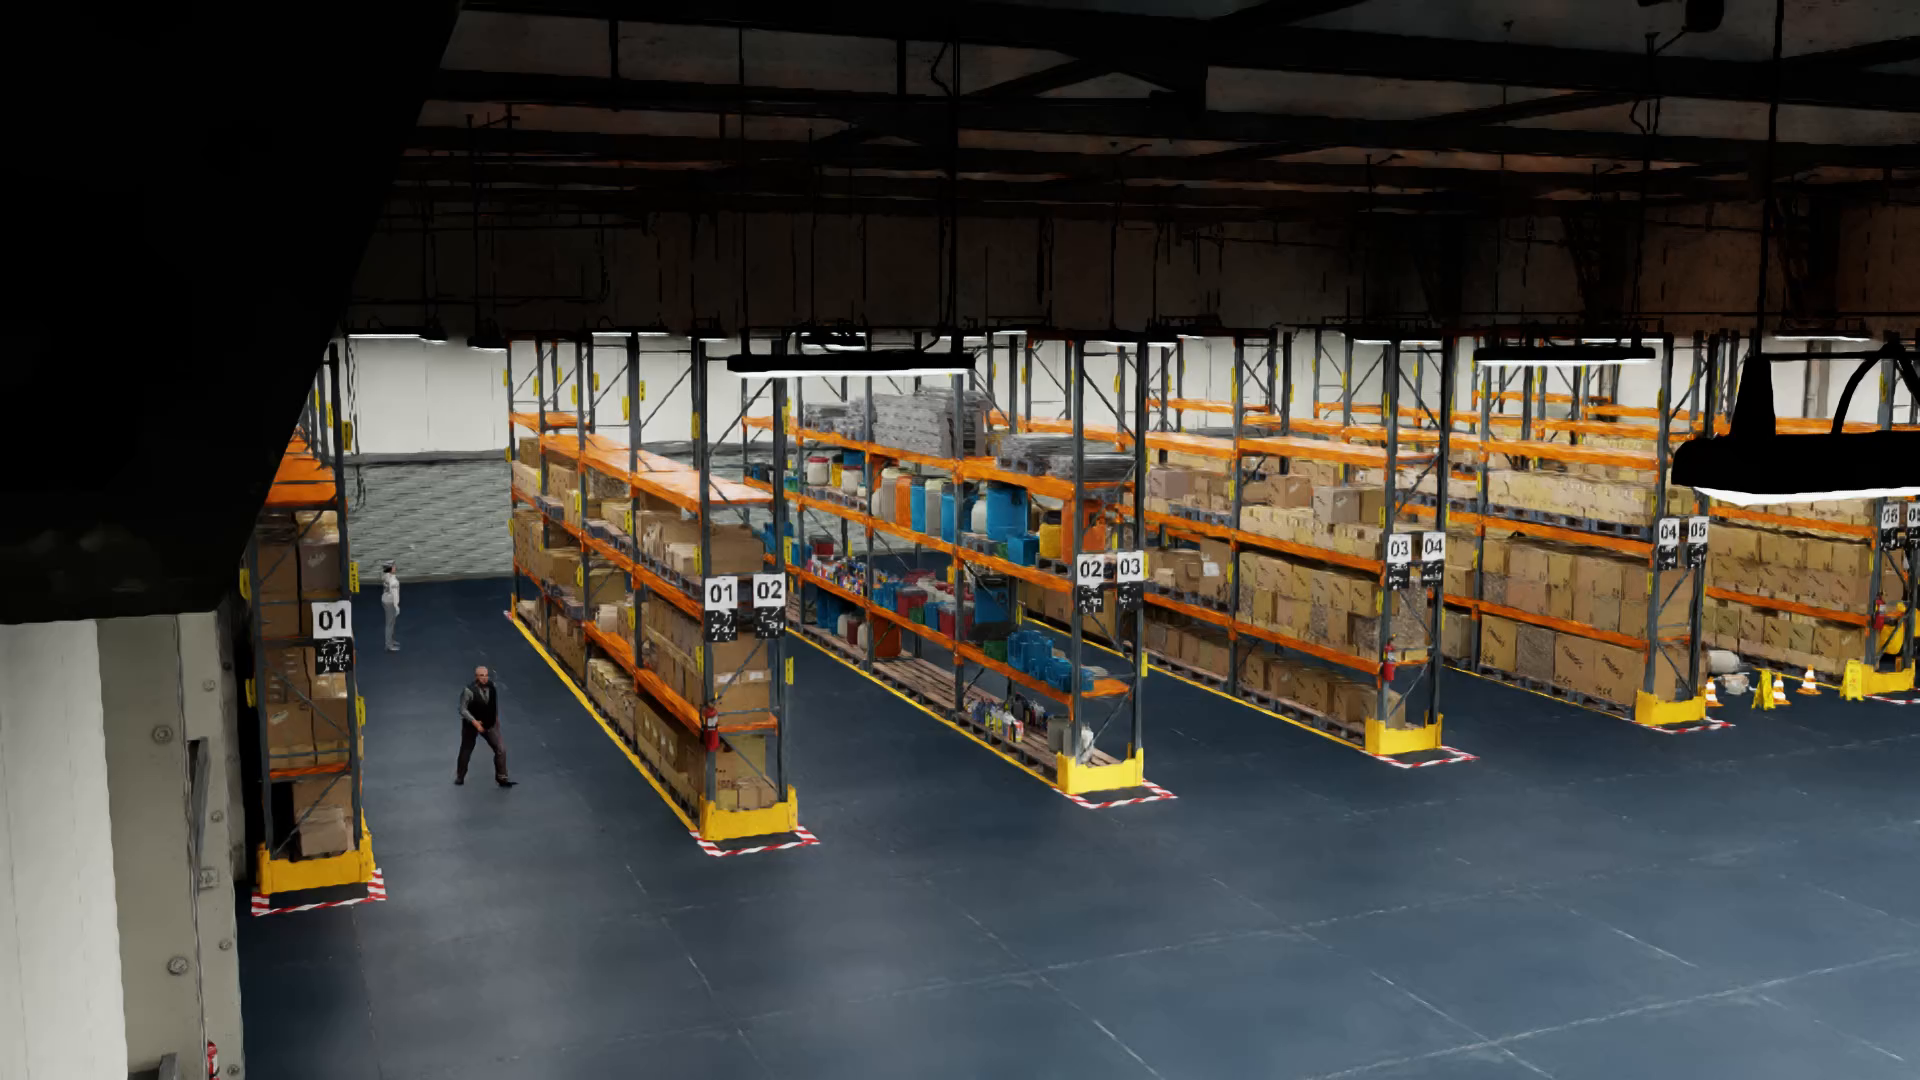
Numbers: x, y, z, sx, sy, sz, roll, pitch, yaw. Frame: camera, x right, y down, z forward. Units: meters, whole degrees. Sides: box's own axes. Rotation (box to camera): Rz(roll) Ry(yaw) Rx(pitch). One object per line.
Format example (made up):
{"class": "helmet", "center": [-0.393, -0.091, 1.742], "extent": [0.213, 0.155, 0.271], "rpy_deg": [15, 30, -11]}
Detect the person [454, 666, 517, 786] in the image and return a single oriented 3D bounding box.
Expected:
{"class": "person", "center": [-6.432, 2.484, 22.284], "extent": [0.674, 1.664, 0.842], "rpy_deg": [-6, 10, -40]}

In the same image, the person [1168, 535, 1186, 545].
{"class": "person", "center": [5.909, -0.751, 45.664], "extent": [0.604, 1.769, 0.652], "rpy_deg": [3, 8, 24]}

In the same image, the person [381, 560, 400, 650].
{"class": "person", "center": [-10.764, 1.208, 31.463], "extent": [0.365, 1.686, 0.603], "rpy_deg": [-5, 9, -34]}

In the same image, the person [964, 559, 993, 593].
{"class": "person", "center": [0.387, 0.804, 34.791], "extent": [0.639, 1.632, 0.498], "rpy_deg": [-3, 8, -23]}
